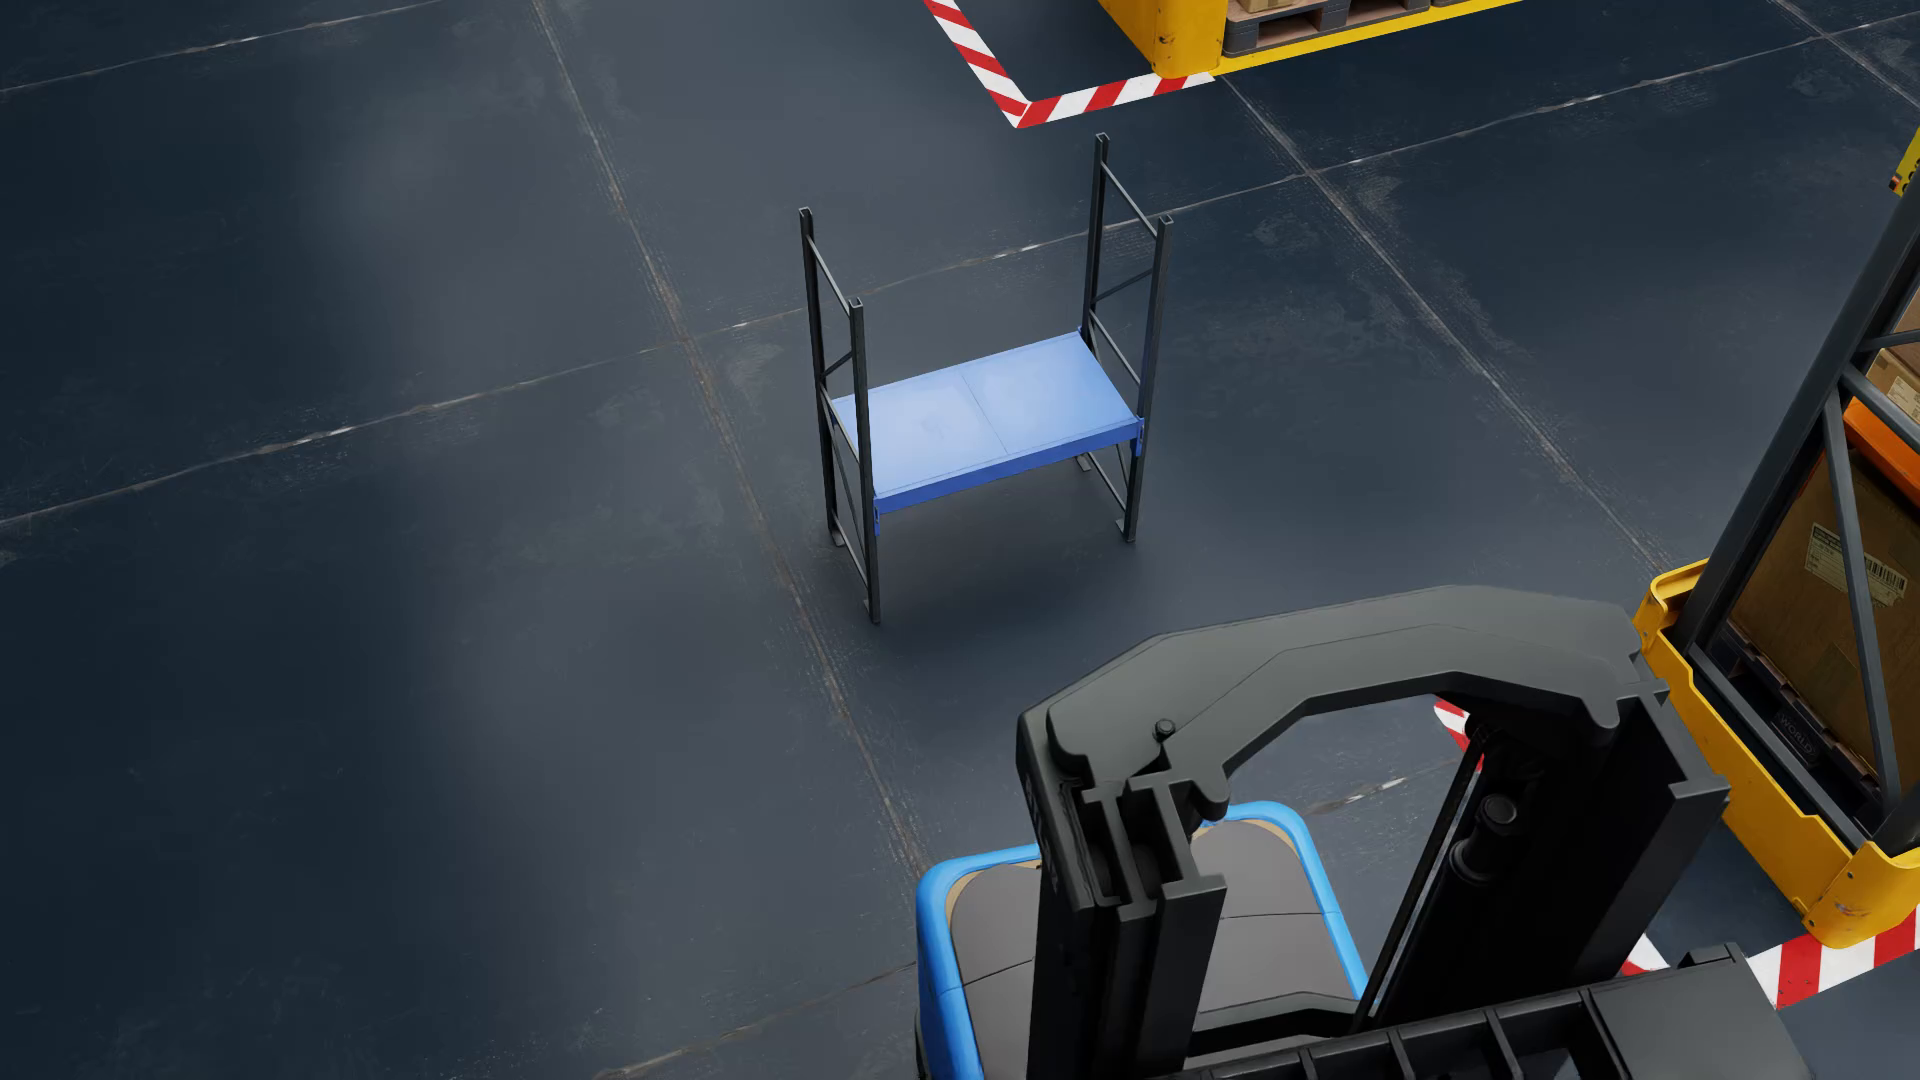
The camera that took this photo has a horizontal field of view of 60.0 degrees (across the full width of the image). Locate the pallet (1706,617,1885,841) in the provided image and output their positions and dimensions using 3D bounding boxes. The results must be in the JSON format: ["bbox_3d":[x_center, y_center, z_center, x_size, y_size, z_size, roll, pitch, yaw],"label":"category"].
[{"bbox_3d":[3.359,0.465,5.711,1.213,0.211,1.003,-17,52,-14],"label":"pallet"}]

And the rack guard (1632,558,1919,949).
[{"bbox_3d":[2.626,0.662,5.352,0.348,0.500,1.175,-17,52,-14],"label":"rack guard"}]

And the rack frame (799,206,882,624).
[{"bbox_3d":[-0.392,-0.367,5.577,0.032,1.500,0.500,-17,52,-14],"label":"rack frame"}]

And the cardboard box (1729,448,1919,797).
[{"bbox_3d":[3.210,0.157,5.262,0.875,0.875,0.875,-17,52,-14],"label":"cardboard box"}]

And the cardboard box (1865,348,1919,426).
[{"bbox_3d":[2.853,-0.410,4.791,0.250,0.149,0.380,-16,51,-14],"label":"cardboard box"}]

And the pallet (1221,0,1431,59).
[{"bbox_3d":[1.702,-2.993,8.681,1.213,0.211,1.003,-17,52,-14],"label":"pallet"}]

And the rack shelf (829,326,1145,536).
[{"bbox_3d":[0.079,-0.396,5.839,1.000,0.185,0.538,-17,52,-14],"label":"rack shelf"}]

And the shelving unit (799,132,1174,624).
[{"bbox_3d":[0.079,-0.513,5.702,1.048,1.500,0.538,-17,52,-14],"label":"shelving unit"}]

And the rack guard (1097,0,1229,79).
[{"bbox_3d":[0.937,-2.879,8.393,0.348,0.500,1.175,-17,52,-14],"label":"rack guard"}]

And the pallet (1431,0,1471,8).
[{"bbox_3d":[2.830,-3.340,8.979,1.213,0.211,1.003,-17,52,-14],"label":"pallet"}]

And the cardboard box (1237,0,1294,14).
[{"bbox_3d":[1.472,-2.805,8.284,0.250,0.149,0.380,-16,51,-14],"label":"cardboard box"}]

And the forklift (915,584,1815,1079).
[{"bbox_3d":[0.686,1.576,2.965,1.130,2.935,3.031,-9,50,-8],"label":"forklift"}]

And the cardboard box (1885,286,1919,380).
[{"bbox_3d":[2.996,-0.532,4.633,0.500,0.250,0.500,-18,52,-15],"label":"cardboard box"}]

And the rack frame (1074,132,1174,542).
[{"bbox_3d":[0.550,-0.659,5.827,0.032,1.500,0.500,-17,52,-14],"label":"rack frame"}]

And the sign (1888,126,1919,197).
[{"bbox_3d":[2.456,-0.998,4.211,0.005,0.325,0.100,-17,52,-14],"label":"sign"}]

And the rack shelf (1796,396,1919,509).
[{"bbox_3d":[4.500,-0.498,5.175,4.000,0.370,1.077,-17,52,-14],"label":"rack shelf"}]

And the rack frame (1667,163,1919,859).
[{"bbox_3d":[2.648,-0.159,4.409,0.127,3.000,1.000,-17,52,-14],"label":"rack frame"}]
